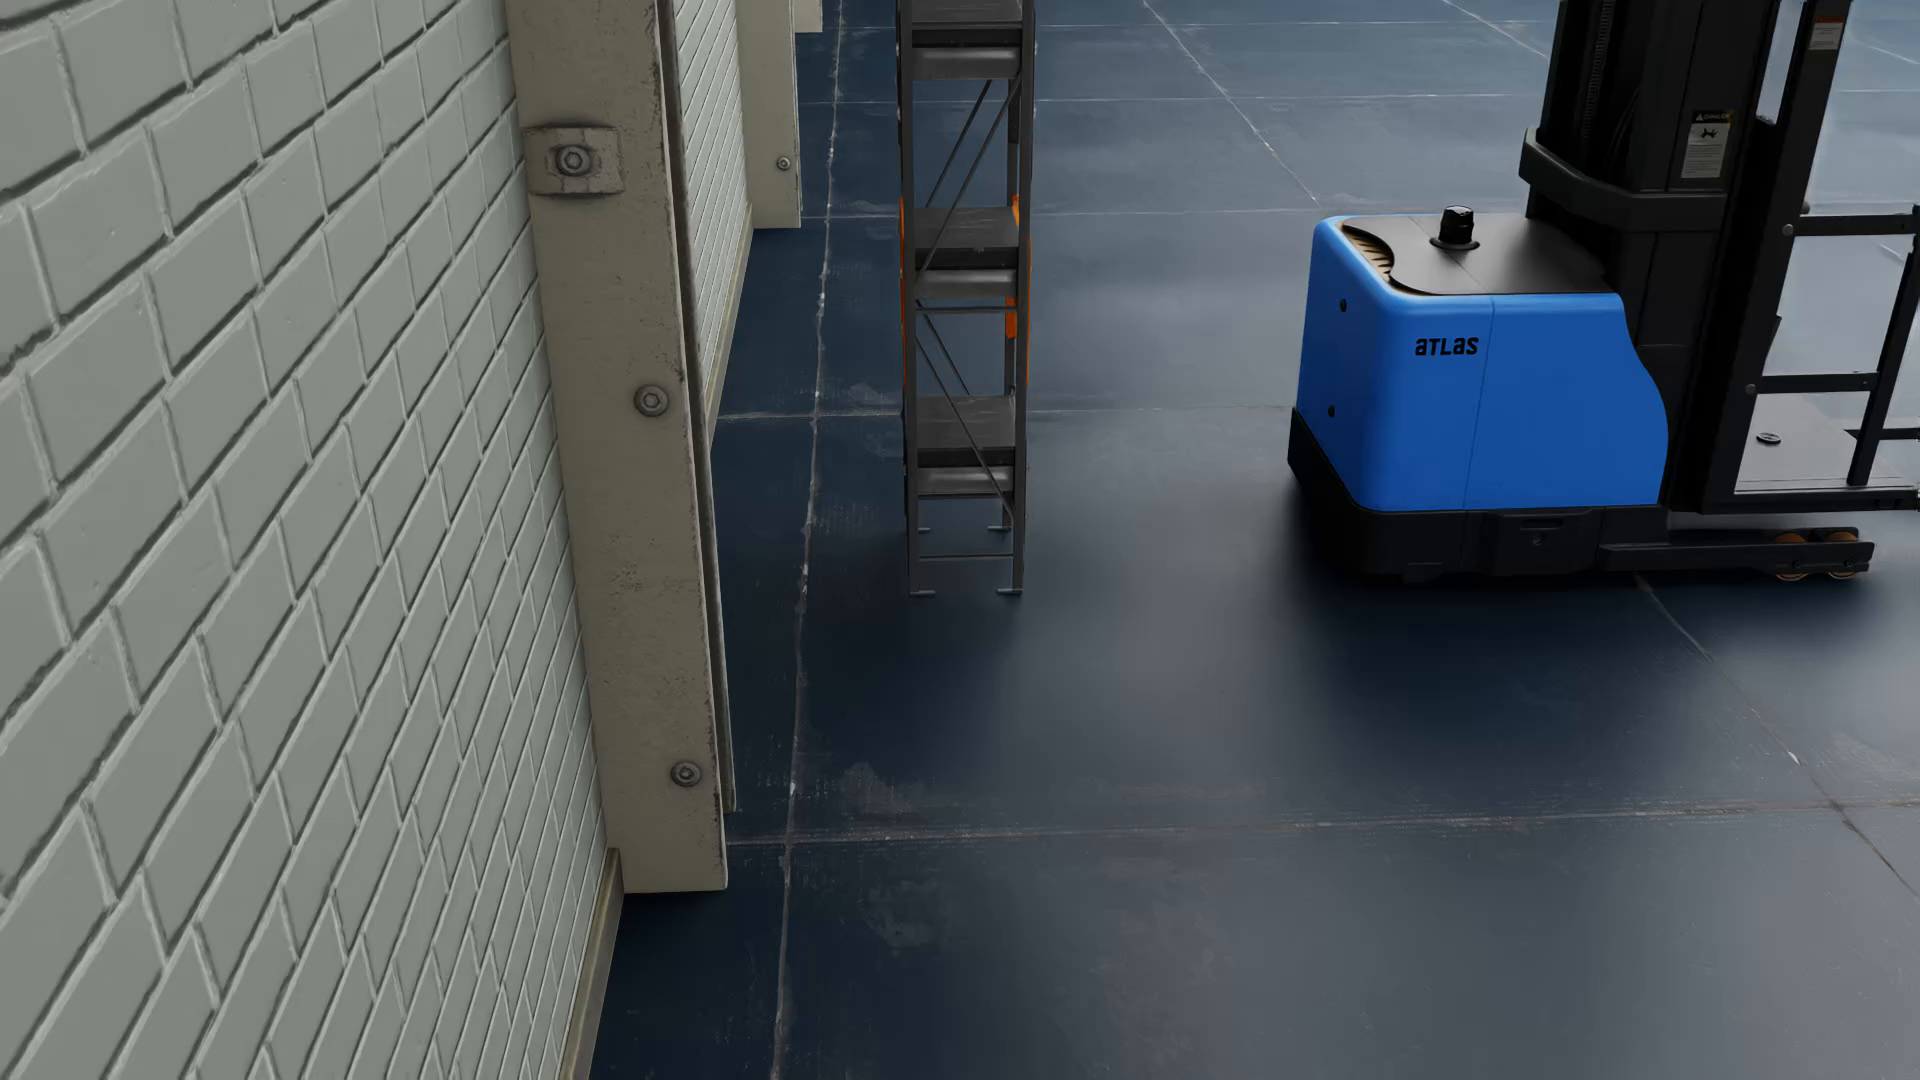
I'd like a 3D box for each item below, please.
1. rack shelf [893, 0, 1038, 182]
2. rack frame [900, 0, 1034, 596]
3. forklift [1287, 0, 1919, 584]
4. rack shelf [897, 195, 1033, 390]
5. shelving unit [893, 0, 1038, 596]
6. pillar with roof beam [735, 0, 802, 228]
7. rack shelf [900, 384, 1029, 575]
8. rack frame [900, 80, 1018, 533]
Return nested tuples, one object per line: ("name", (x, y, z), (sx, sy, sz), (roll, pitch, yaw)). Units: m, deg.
("rack shelf", (0.009, -1.463, 5.300), (0.431, 0.518, 0.480), (-1, 28, -3))
("rack frame", (0.021, -0.742, 5.402), (0.400, 2.100, 0.015), (-1, 28, -3))
("forklift", (2.857, -1.397, 5.758), (3.031, 2.935, 1.130), (-2, 28, -3))
("rack shelf", (0.009, -0.842, 5.624), (0.431, 0.518, 0.480), (-1, 28, -3))
("shelving unit", (0.009, -0.855, 5.618), (0.431, 2.100, 0.503), (-1, 28, -3))
("pillar with roof beam", (3.196, -6.016, 8.054), (9.100, 9.000, 0.400), (-1, 28, -3))
("rack shelf", (0.009, -0.222, 5.948), (0.431, 0.518, 0.480), (-1, 28, -3))
("rack frame", (-0.004, -0.967, 5.834), (0.400, 2.100, 0.015), (-1, 28, -3))
